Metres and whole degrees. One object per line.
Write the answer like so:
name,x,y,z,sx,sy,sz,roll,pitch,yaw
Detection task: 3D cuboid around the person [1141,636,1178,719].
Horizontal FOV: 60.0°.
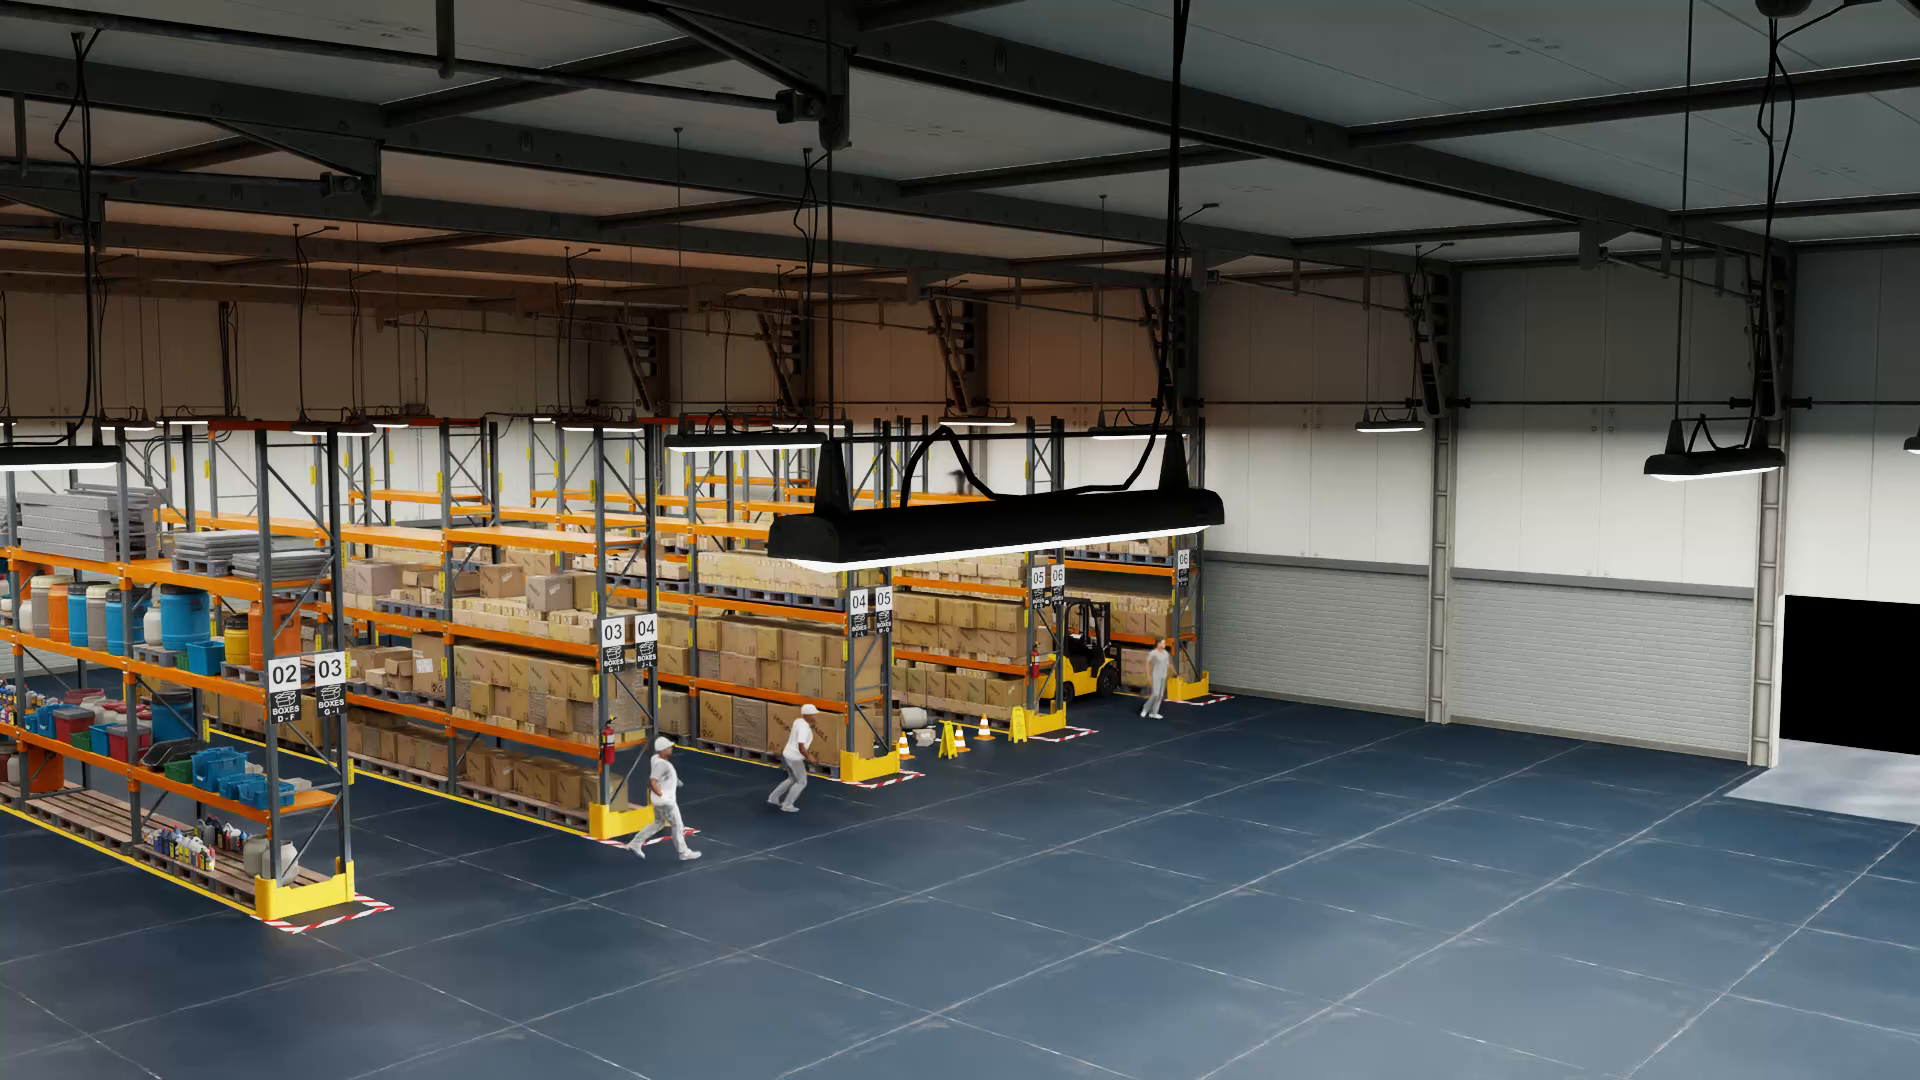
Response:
person,3.977,2.754,33.184,0.610,1.661,0.636,-4,6,-39

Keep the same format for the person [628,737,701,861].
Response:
person,-4.023,3.548,22.710,0.995,1.754,0.729,-2,5,-18

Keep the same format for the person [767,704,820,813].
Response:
person,-2.554,3.369,25.602,0.788,1.687,0.657,-2,5,-18
